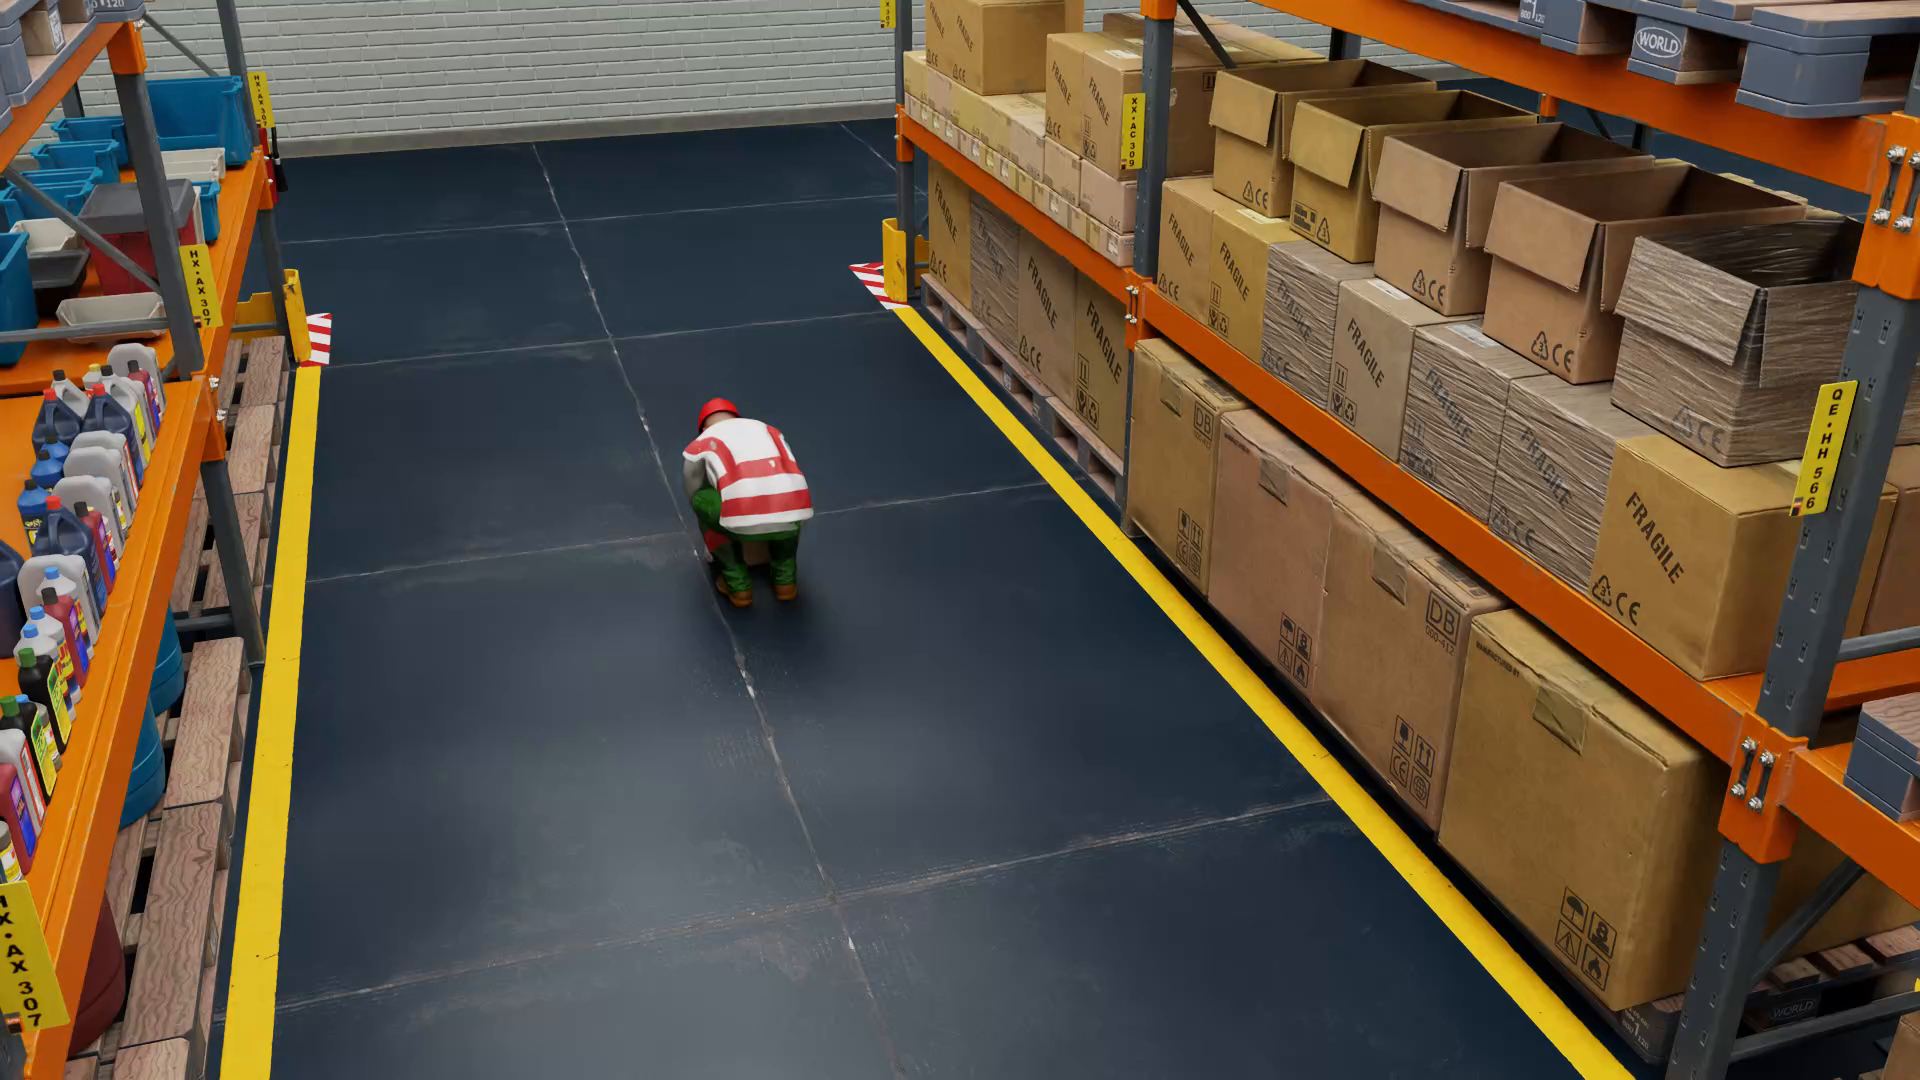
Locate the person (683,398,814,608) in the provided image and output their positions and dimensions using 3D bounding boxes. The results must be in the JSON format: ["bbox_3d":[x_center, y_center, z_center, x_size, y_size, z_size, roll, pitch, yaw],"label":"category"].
[{"bbox_3d":[-0.968,-0.143,7.570,0.521,0.801,0.949,-9,27,-17],"label":"person"}]
